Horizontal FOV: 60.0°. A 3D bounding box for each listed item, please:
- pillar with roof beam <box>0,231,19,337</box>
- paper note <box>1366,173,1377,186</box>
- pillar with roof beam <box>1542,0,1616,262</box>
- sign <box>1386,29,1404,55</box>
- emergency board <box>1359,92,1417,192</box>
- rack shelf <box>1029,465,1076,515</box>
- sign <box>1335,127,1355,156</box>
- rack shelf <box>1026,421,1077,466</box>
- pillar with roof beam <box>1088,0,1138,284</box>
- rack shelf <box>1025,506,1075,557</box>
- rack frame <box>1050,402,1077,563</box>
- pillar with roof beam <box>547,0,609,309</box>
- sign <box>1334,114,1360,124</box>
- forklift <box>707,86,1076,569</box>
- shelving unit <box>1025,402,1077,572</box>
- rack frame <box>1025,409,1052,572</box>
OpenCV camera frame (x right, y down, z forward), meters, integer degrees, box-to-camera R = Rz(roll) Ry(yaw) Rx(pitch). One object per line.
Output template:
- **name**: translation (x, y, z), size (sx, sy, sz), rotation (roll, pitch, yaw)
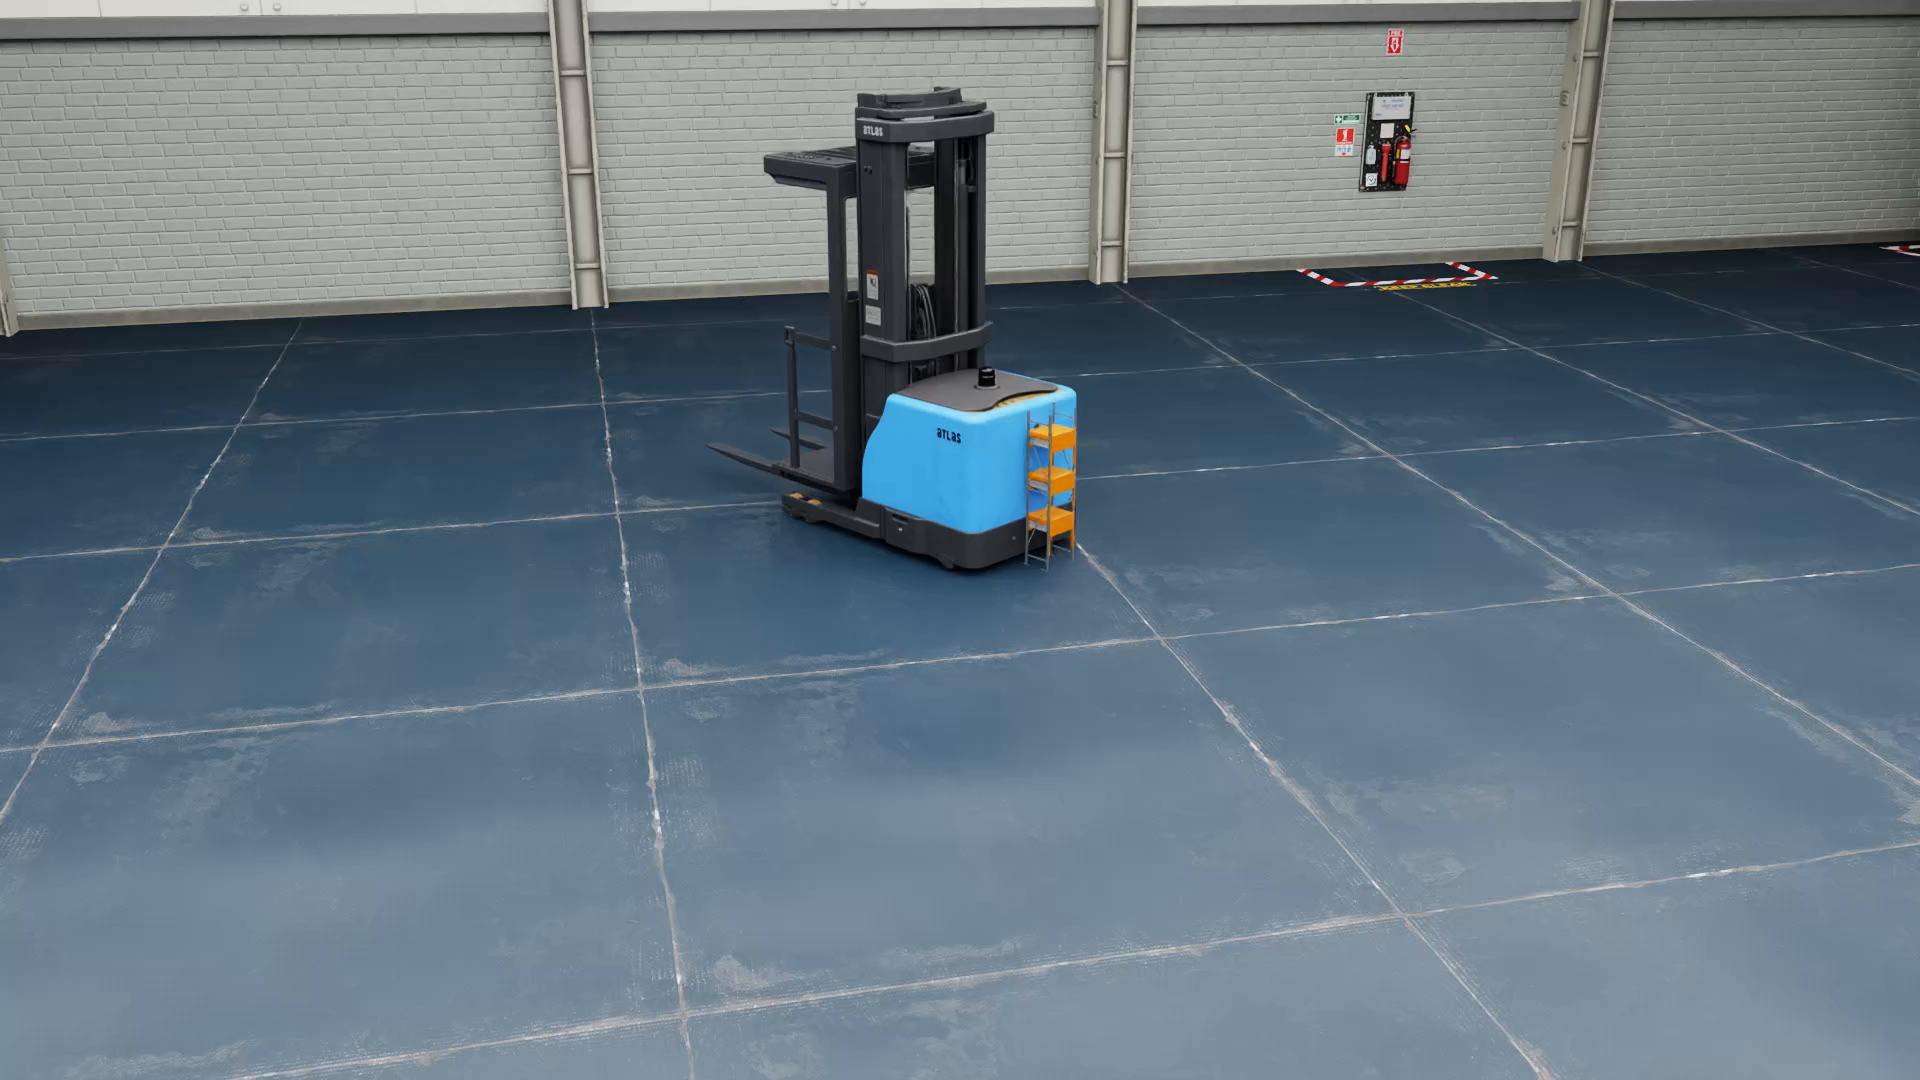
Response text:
- **pillar with roof beam**: translation (-8.937, -4.903, 11.618), size (0.400, 9.000, 9.100), rotation (-5, 21, -12)
- **paper note**: translation (4.988, -4.365, 20.150), size (0.142, 0.148, 0.016), rotation (-5, 21, -12)
- **pillar with roof beam**: translation (8.580, -6.328, 15.507), size (0.400, 9.000, 9.100), rotation (-5, 21, -12)
- **sign**: translation (5.145, -5.891, 19.664), size (0.199, 0.298, 0.001), rotation (-5, 21, -12)
- **emergency board**: translation (5.176, -4.769, 19.974), size (0.643, 1.169, 0.194), rotation (-5, 21, -12)
- **rack shelf**: translation (0.584, -0.329, 10.718), size (0.215, 0.259, 0.240), rotation (18, 27, 41)
- **sign**: translation (4.614, -4.777, 19.942), size (0.234, 0.329, 0.001), rotation (-5, 21, -12)
- **rack shelf**: translation (0.584, -0.596, 10.620), size (0.215, 0.259, 0.240), rotation (18, 27, 41)
- **pillar with roof beam**: translation (2.741, -5.853, 14.211), size (0.400, 9.000, 9.100), rotation (-5, 21, -12)
- **rack shelf**: translation (0.584, -0.068, 10.813), size (0.215, 0.259, 0.240), rotation (18, 27, 41)
- **rack frame**: translation (0.669, -0.369, 10.796), size (0.200, 1.050, 0.008), rotation (18, 27, 41)
- **pillar with roof beam**: translation (-3.098, -5.378, 12.914), size (0.400, 9.000, 9.100), rotation (-5, 21, -12)
- **sign**: translation (4.621, -5.023, 19.844), size (0.331, 0.109, 0.001), rotation (-5, 21, -12)
- **forklift**: translation (-0.617, -1.604, 11.433), size (3.031, 2.935, 1.130), rotation (19, 27, 41)
- **shelving unit**: translation (0.584, -0.339, 10.714), size (0.215, 1.050, 0.252), rotation (18, 27, 41)
- **rack frame**: translation (0.500, -0.309, 10.632), size (0.200, 1.050, 0.008), rotation (18, 27, 41)
